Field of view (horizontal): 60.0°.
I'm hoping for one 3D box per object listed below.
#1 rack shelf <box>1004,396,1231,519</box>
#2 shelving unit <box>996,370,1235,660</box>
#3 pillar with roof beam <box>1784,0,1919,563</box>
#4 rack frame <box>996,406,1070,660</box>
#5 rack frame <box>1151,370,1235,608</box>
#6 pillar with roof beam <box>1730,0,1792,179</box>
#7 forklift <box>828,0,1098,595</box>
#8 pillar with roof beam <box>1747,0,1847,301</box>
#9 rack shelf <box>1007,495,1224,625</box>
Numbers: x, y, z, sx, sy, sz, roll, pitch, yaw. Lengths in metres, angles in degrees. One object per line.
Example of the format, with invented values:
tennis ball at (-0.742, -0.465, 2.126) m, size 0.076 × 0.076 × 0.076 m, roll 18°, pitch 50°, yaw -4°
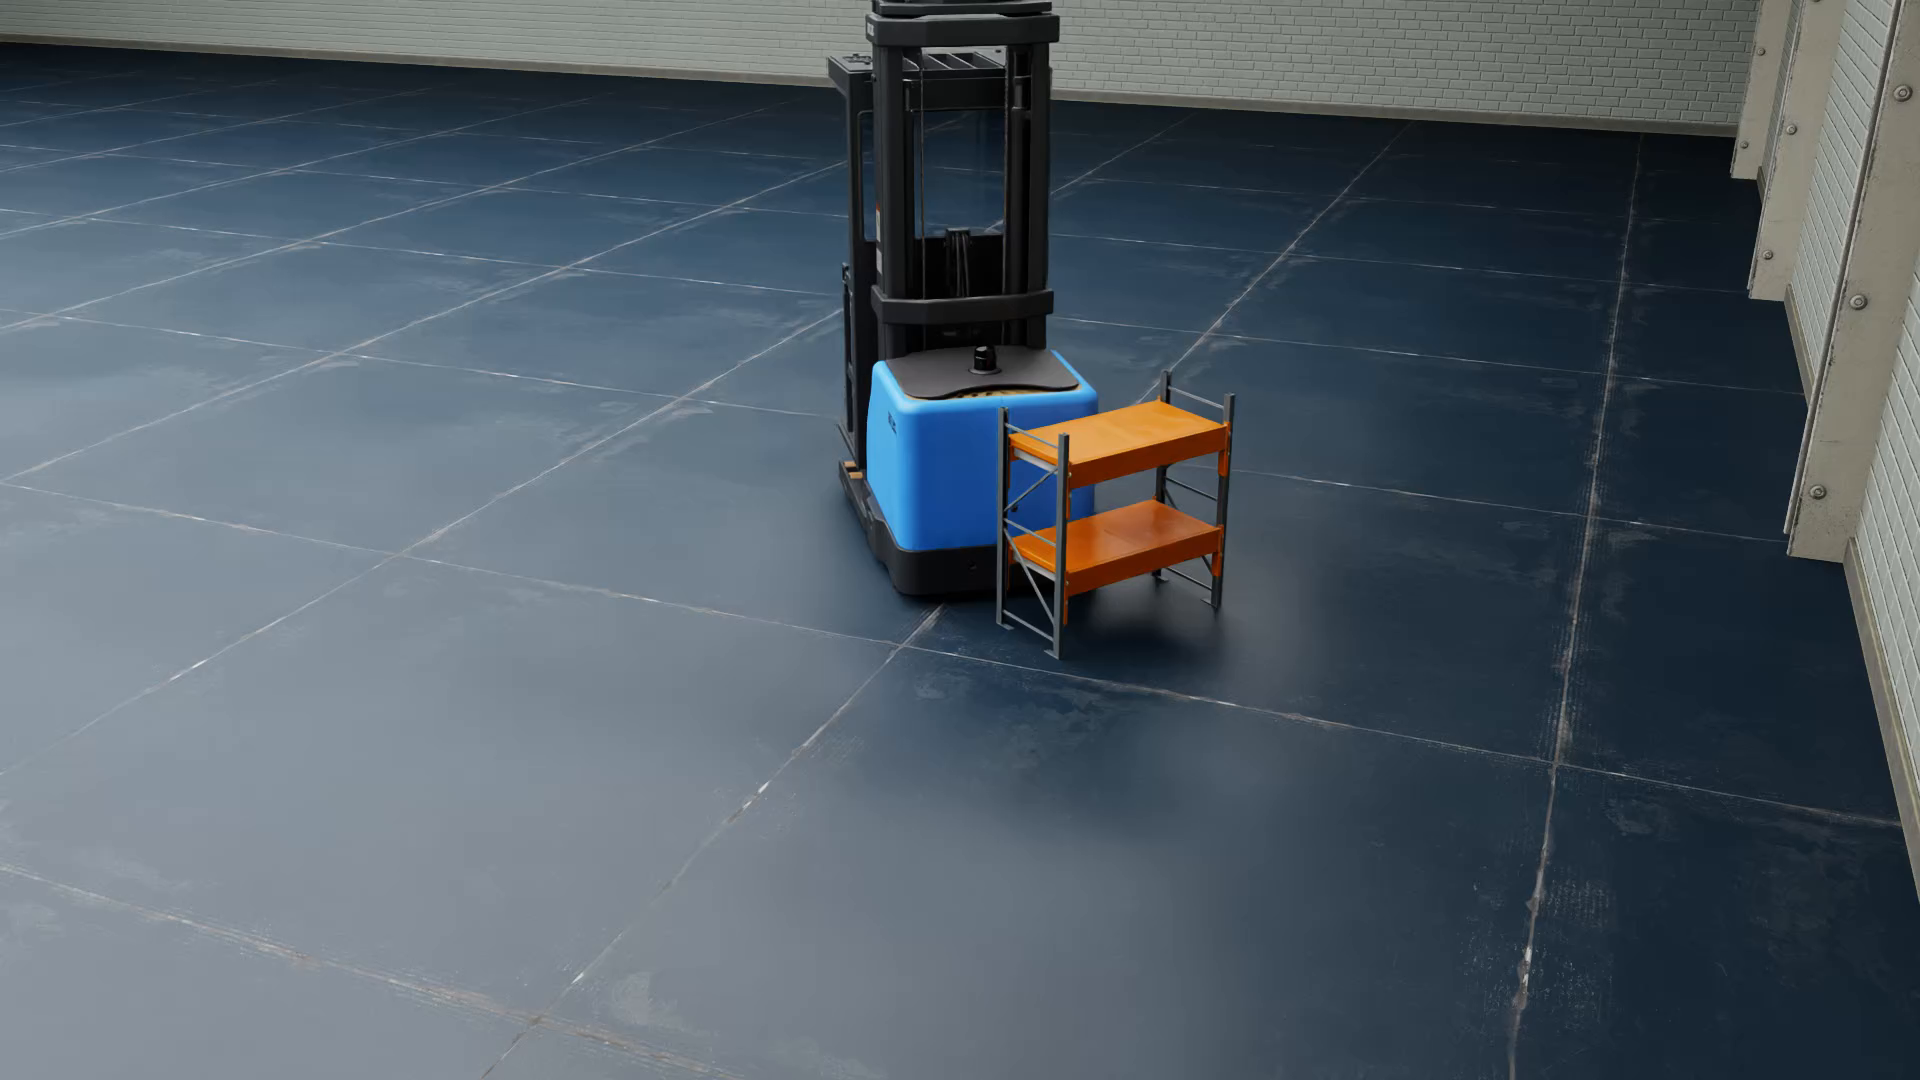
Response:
rack shelf at (0.753, -0.413, 8.019) m, size 1.000 × 0.278 × 0.538 m, roll -15°, pitch 27°, yaw -32°
shelving unit at (0.753, -0.143, 8.132) m, size 1.048 × 1.125 × 0.538 m, roll -15°, pitch 27°, yaw -32°
pillar with roof beam at (0.723, -4.733, 8.906) m, size 9.100 × 9.000 × 0.400 m, roll 9°, pitch 24°, yaw 20°
rack frame at (0.337, -0.030, 7.862) m, size 0.032 × 1.125 × 0.500 m, roll -15°, pitch 27°, yaw -32°
rack frame at (1.169, -0.255, 8.401) m, size 0.032 × 1.125 × 0.500 m, roll -15°, pitch 27°, yaw -32°
pillar with roof beam at (5.180, -9.027, 19.187) m, size 9.100 × 9.000 × 0.400 m, roll 9°, pitch 24°, yaw 20°
forklift at (-0.110, -1.612, 9.306) m, size 1.130 × 2.935 × 3.031 m, roll -5°, pitch 23°, yaw -11°
pillar with roof beam at (2.952, -6.880, 14.046) m, size 9.100 × 9.000 × 0.400 m, roll 9°, pitch 24°, yaw 20°
rack shelf at (0.753, 0.083, 8.226) m, size 1.000 × 0.278 × 0.538 m, roll -15°, pitch 27°, yaw -32°
